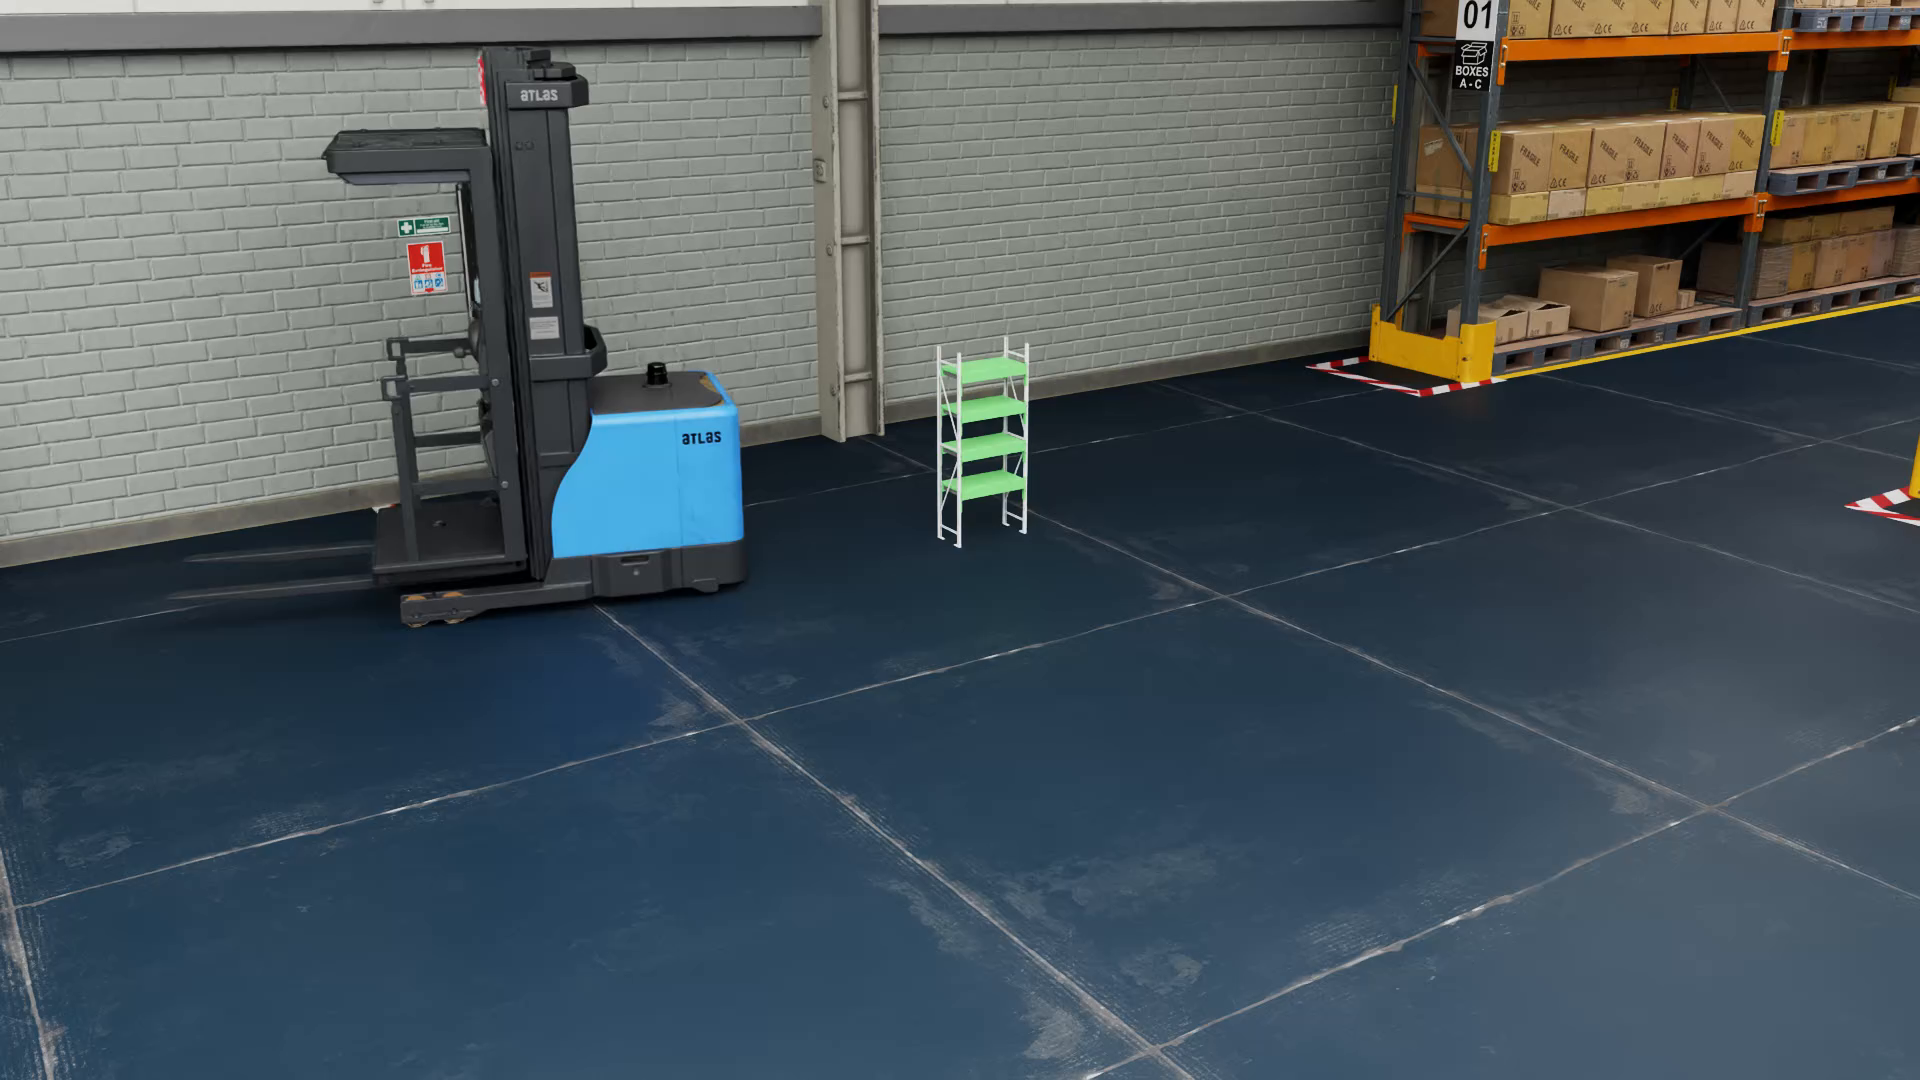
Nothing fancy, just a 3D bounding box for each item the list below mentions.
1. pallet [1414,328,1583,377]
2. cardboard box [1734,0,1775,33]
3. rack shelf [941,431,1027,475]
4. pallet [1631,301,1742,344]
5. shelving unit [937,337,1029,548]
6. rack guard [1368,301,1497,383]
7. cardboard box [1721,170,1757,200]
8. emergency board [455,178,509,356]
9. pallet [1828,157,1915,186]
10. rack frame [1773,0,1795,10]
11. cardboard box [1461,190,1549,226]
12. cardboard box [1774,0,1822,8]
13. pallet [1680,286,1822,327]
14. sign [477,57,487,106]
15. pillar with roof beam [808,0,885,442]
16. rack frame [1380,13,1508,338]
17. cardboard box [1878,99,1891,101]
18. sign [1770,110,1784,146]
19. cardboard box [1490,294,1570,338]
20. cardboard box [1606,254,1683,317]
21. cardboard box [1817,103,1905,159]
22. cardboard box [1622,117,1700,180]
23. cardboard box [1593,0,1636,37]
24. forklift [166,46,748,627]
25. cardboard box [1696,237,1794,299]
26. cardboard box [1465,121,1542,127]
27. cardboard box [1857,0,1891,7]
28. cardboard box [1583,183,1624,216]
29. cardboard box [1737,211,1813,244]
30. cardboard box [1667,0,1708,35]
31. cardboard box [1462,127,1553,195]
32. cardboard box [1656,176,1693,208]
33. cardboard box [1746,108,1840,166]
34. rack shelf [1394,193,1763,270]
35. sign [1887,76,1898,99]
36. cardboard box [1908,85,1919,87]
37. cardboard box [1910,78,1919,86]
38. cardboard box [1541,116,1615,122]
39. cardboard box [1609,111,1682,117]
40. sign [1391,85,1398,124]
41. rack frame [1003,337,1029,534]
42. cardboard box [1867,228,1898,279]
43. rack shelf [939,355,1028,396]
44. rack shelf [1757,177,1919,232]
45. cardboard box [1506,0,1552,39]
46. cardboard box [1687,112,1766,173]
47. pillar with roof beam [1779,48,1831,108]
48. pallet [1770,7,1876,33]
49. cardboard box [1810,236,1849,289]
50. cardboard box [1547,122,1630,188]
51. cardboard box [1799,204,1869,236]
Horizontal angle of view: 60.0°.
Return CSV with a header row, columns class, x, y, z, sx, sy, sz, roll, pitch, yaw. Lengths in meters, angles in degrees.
class,x,y,z,sx,sy,sz,roll,pitch,yaw
pallet,4.847,-1.753,15.102,1.213,0.211,1.003,-12,22,-31
cardboard box,7.138,-4.954,15.345,0.500,0.500,0.500,-11,22,-30
rack shelf,0.138,-0.537,10.159,0.480,0.148,0.258,-12,22,-31
pallet,6.885,-2.183,16.373,1.213,0.211,1.003,-12,22,-31
shelving unit,0.138,-0.598,10.139,0.503,1.200,0.258,-12,22,-31
rack guard,4.149,-1.757,14.660,0.348,0.500,1.175,-12,22,-31
cardboard box,7.197,-3.406,15.839,0.500,0.250,0.500,-12,22,-31
emergency board,-2.902,-1.800,10.886,0.643,1.169,0.194,-12,22,-31
pallet,9.136,-3.886,17.355,1.213,0.211,1.003,-12,22,-31
rack frame,7.426,-6.474,15.344,0.127,3.000,1.000,-12,22,-31
cardboard box,4.668,-2.867,14.244,0.500,0.250,0.500,-13,22,-33
cardboard box,7.927,-5.374,15.962,0.500,0.500,0.500,-9,20,-24
pallet,8.075,-2.449,17.158,1.213,0.211,1.003,-12,22,-31
sign,-2.963,-2.924,10.589,0.199,0.298,0.001,-12,22,-31
pillar with roof beam,1.551,-3.916,7.777,0.400,9.000,9.100,-12,22,-31
rack frame,4.085,-2.927,14.220,0.127,3.000,1.000,-12,22,-31
cardboard box,10.380,-4.507,18.049,0.500,0.500,0.700,-15,24,-38
sign,7.731,-3.898,15.740,0.005,0.325,0.100,-12,22,-31
cardboard box,5.189,-2.060,15.167,0.500,0.311,0.500,-10,21,-27
cardboard box,6.581,-2.463,16.062,0.500,0.500,0.500,-14,23,-35
cardboard box,9.351,-4.281,17.382,0.500,0.500,0.700,-12,22,-31
cardboard box,6.361,-3.584,15.196,0.500,0.500,0.500,-13,22,-33
cardboard box,5.402,-4.575,14.222,0.500,0.500,0.500,-11,21,-29
forklift,-2.774,-1.112,8.957,3.031,2.935,1.130,-5,19,-16
cardboard box,8.032,-2.790,17.031,0.500,0.500,0.700,-11,22,-30
cardboard box,4.788,-3.447,14.789,0.500,0.500,0.500,-12,22,-31
cardboard box,8.957,-5.591,16.605,0.500,0.500,0.500,-13,23,-33
cardboard box,5.522,-3.050,14.787,0.500,0.250,0.500,-12,22,-32
cardboard box,8.398,-3.224,17.143,0.500,0.250,0.500,-12,22,-33
cardboard box,6.269,-4.761,14.774,0.500,0.500,0.500,-13,23,-33
cardboard box,4.649,-3.225,14.132,0.500,0.500,0.500,-12,22,-31
cardboard box,6.365,-3.228,15.311,0.500,0.250,0.500,-12,22,-32
cardboard box,8.341,-4.065,16.742,0.500,0.500,0.700,-9,21,-26
rack shelf,5.756,-2.939,15.378,4.000,0.370,1.077,-12,22,-31
sign,10.459,-5.033,18.640,0.005,0.325,0.100,-12,22,-31
cardboard box,10.495,-4.831,17.995,0.250,0.149,0.380,-16,24,-38
cardboard box,11.003,-5.039,18.643,0.500,0.250,0.500,-11,22,-30
cardboard box,5.638,-3.628,15.324,0.500,0.500,0.500,-12,22,-31
cardboard box,6.485,-3.809,15.859,0.500,0.500,0.500,-12,22,-32
sign,3.797,-3.778,14.434,0.005,0.325,0.100,-12,22,-31
rack frame,0.342,-0.641,10.266,0.015,1.200,0.240,-12,22,-31
cardboard box,9.700,-3.160,18.126,0.500,0.500,0.700,-12,22,-31
rack shelf,0.138,-0.992,10.006,0.480,0.148,0.258,-12,22,-31
rack shelf,9.096,-3.643,17.462,4.000,0.370,1.077,-12,22,-31
cardboard box,4.502,-4.397,13.697,0.500,0.500,0.500,-11,22,-30
cardboard box,7.201,-3.760,15.714,0.500,0.500,0.500,-12,22,-32
pillar with roof beam,11.573,-6.029,14.029,0.400,9.000,9.100,-12,22,-31
pallet,8.000,-5.044,16.091,1.003,0.211,1.213,-12,22,-31
cardboard box,8.884,-2.974,17.574,0.500,0.500,0.700,-12,22,-31
cardboard box,5.503,-3.399,14.646,0.500,0.500,0.500,-13,22,-33
cardboard box,9.257,-3.400,17.663,0.500,0.250,0.500,-12,22,-32
